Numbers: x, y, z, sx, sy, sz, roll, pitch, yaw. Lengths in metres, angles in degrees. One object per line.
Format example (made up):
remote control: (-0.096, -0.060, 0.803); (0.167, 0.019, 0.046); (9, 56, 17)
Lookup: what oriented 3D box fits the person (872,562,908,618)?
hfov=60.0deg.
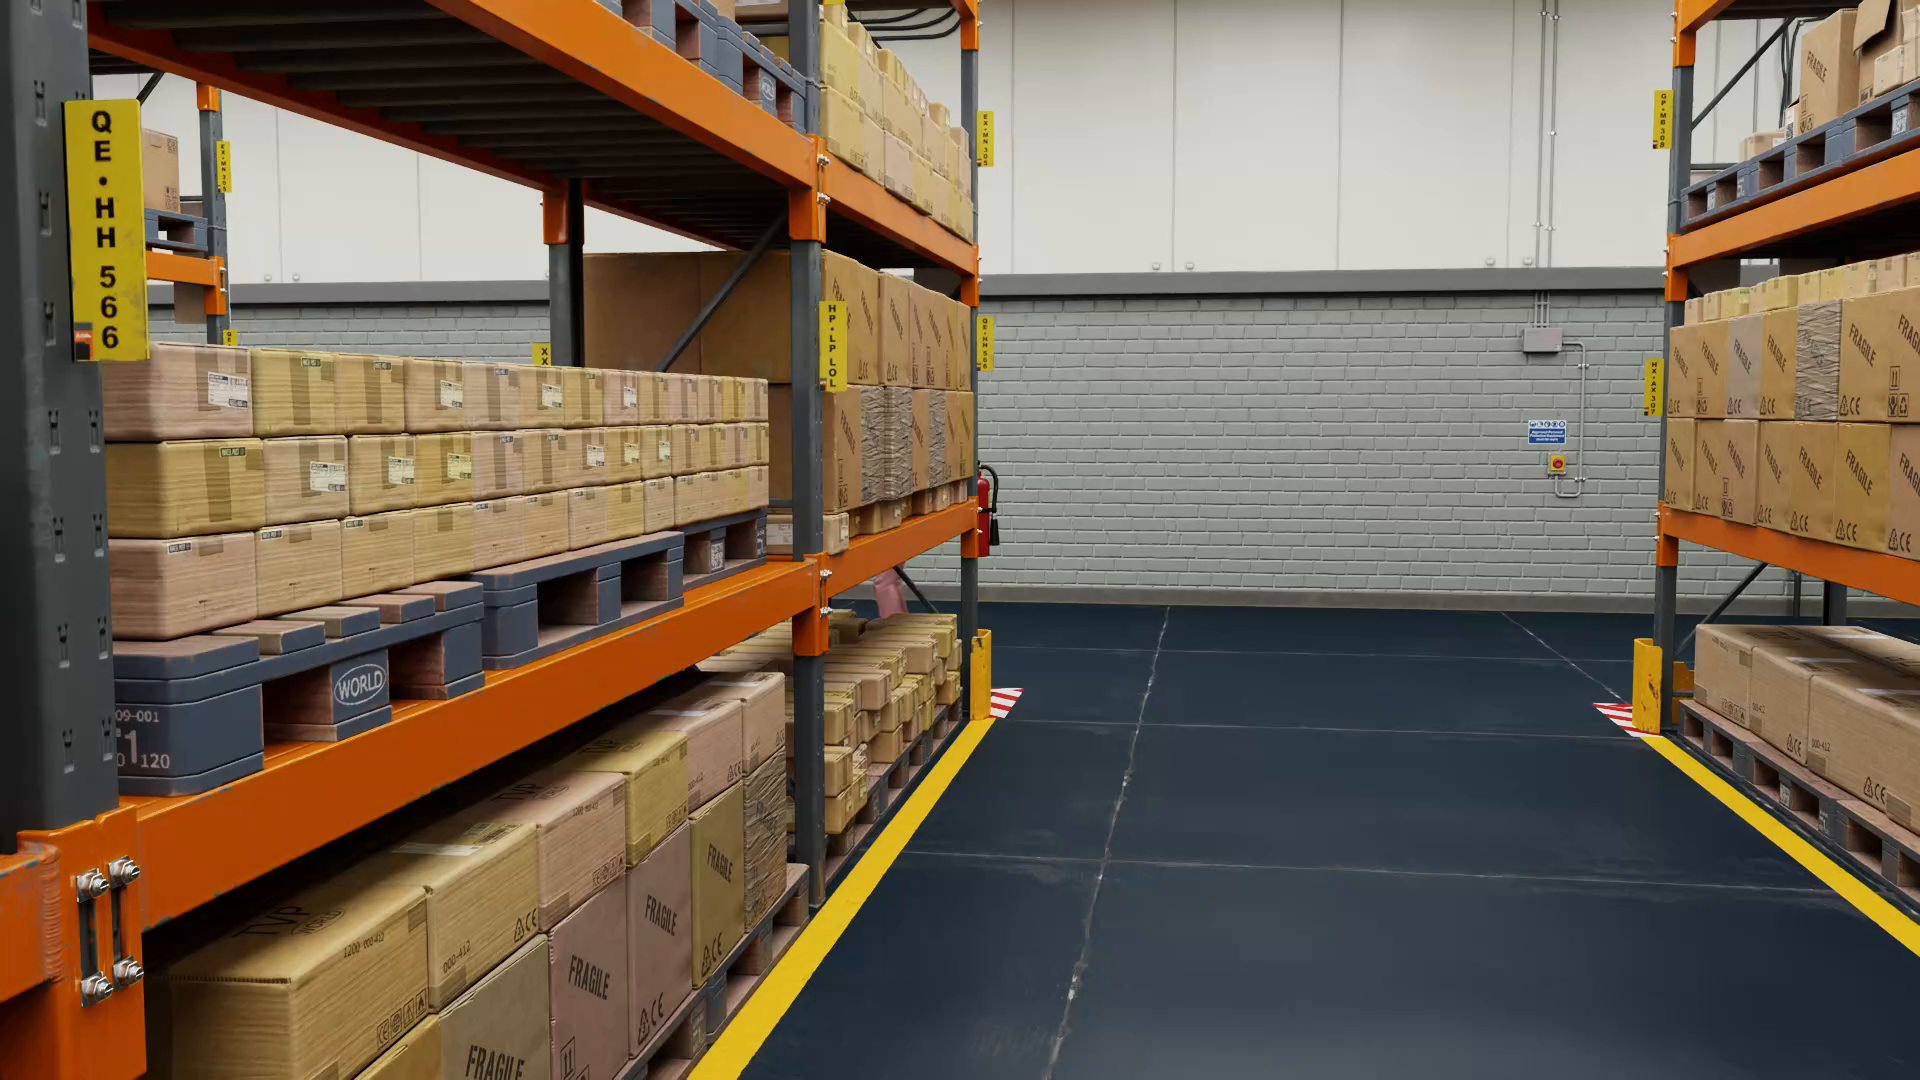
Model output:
person: (-0.531, -0.005, 13.038); (0.354, 1.666, 0.452); (1, 5, 10)
